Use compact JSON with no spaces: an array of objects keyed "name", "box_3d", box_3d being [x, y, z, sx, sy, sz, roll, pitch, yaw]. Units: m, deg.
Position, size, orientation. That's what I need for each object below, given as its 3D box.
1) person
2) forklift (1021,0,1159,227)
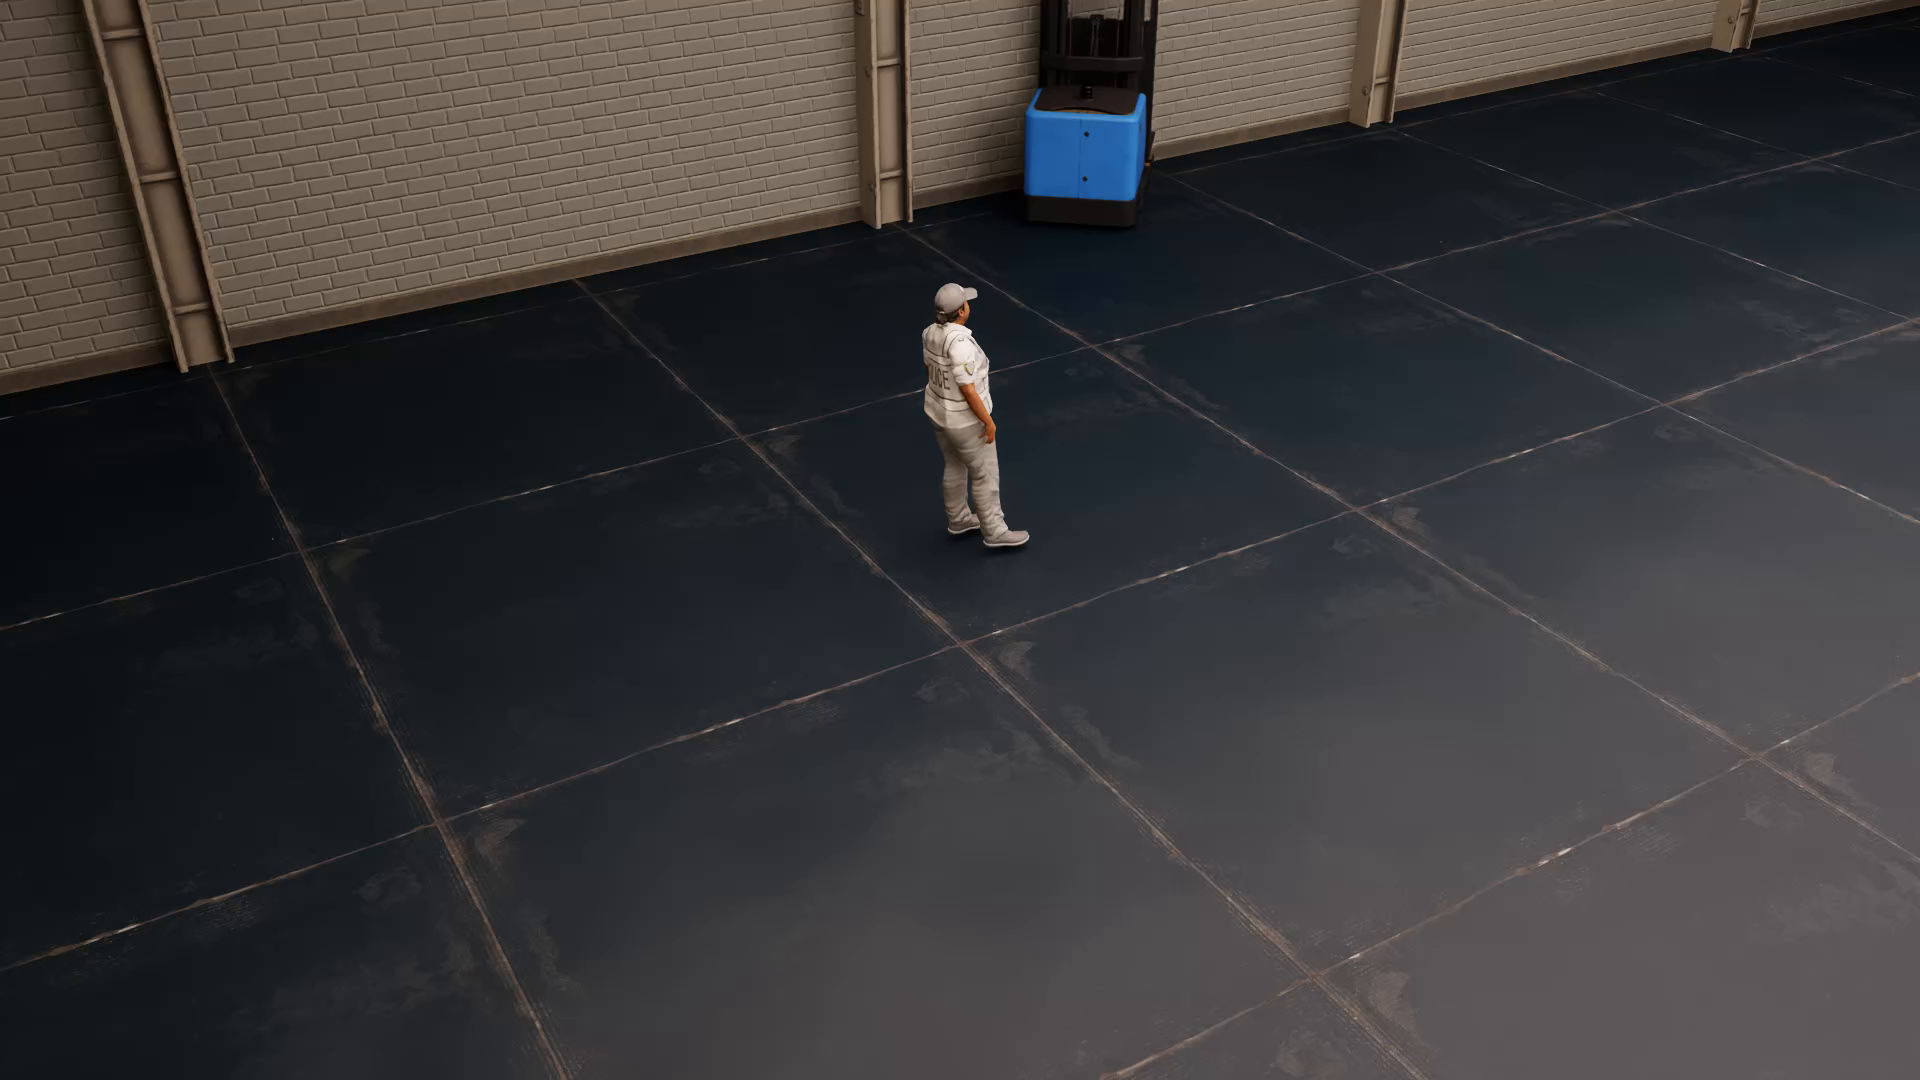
[{"name":"person","box_3d":[0.077,-0.765,10.065,0.529,1.670,0.598,-17,35,-26]},{"name":"forklift","box_3d":[1.334,-4.847,15.741,1.130,2.935,3.031,5,31,9]}]
